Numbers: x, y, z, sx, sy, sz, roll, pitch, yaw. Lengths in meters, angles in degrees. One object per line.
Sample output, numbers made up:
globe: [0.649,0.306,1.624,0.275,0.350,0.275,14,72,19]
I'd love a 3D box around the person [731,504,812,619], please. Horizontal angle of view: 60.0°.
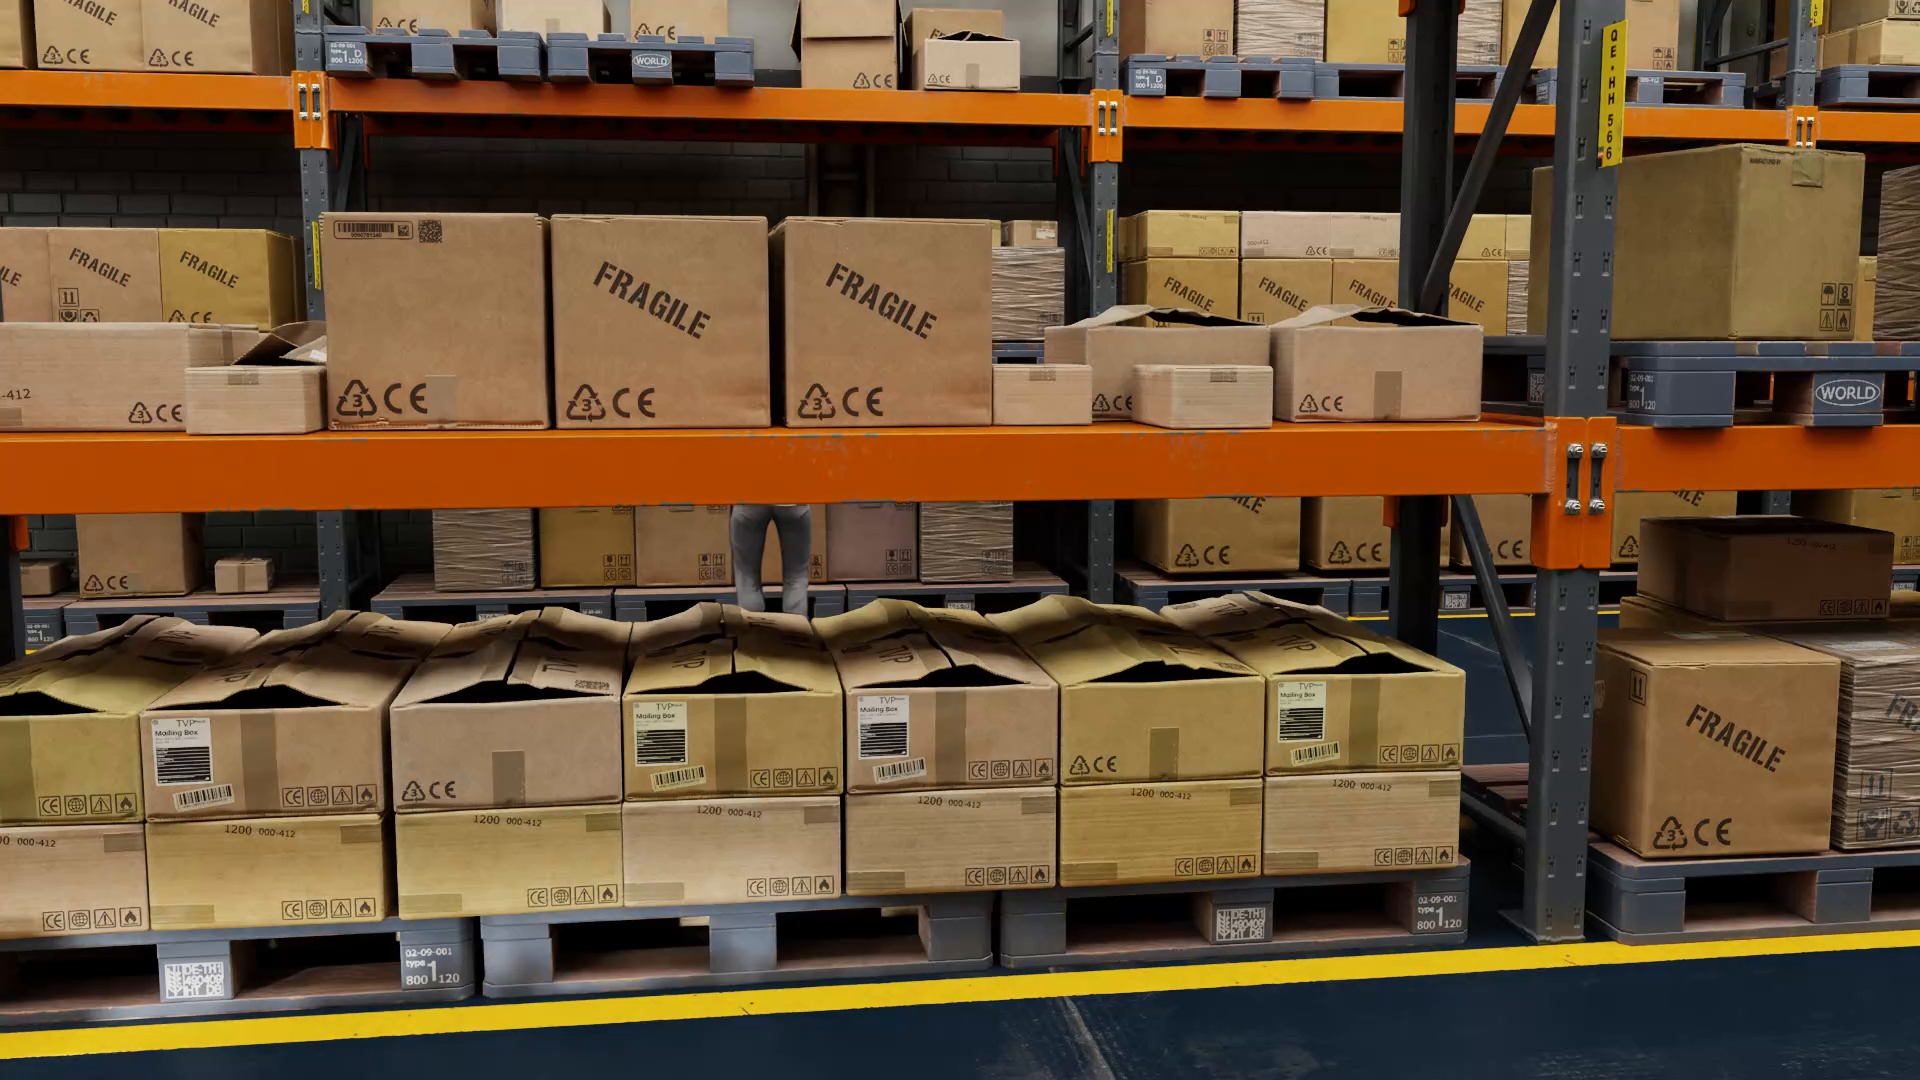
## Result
person: [-0.862,-0.159,7.491,0.374,1.577,0.525,-1,7,-10]
